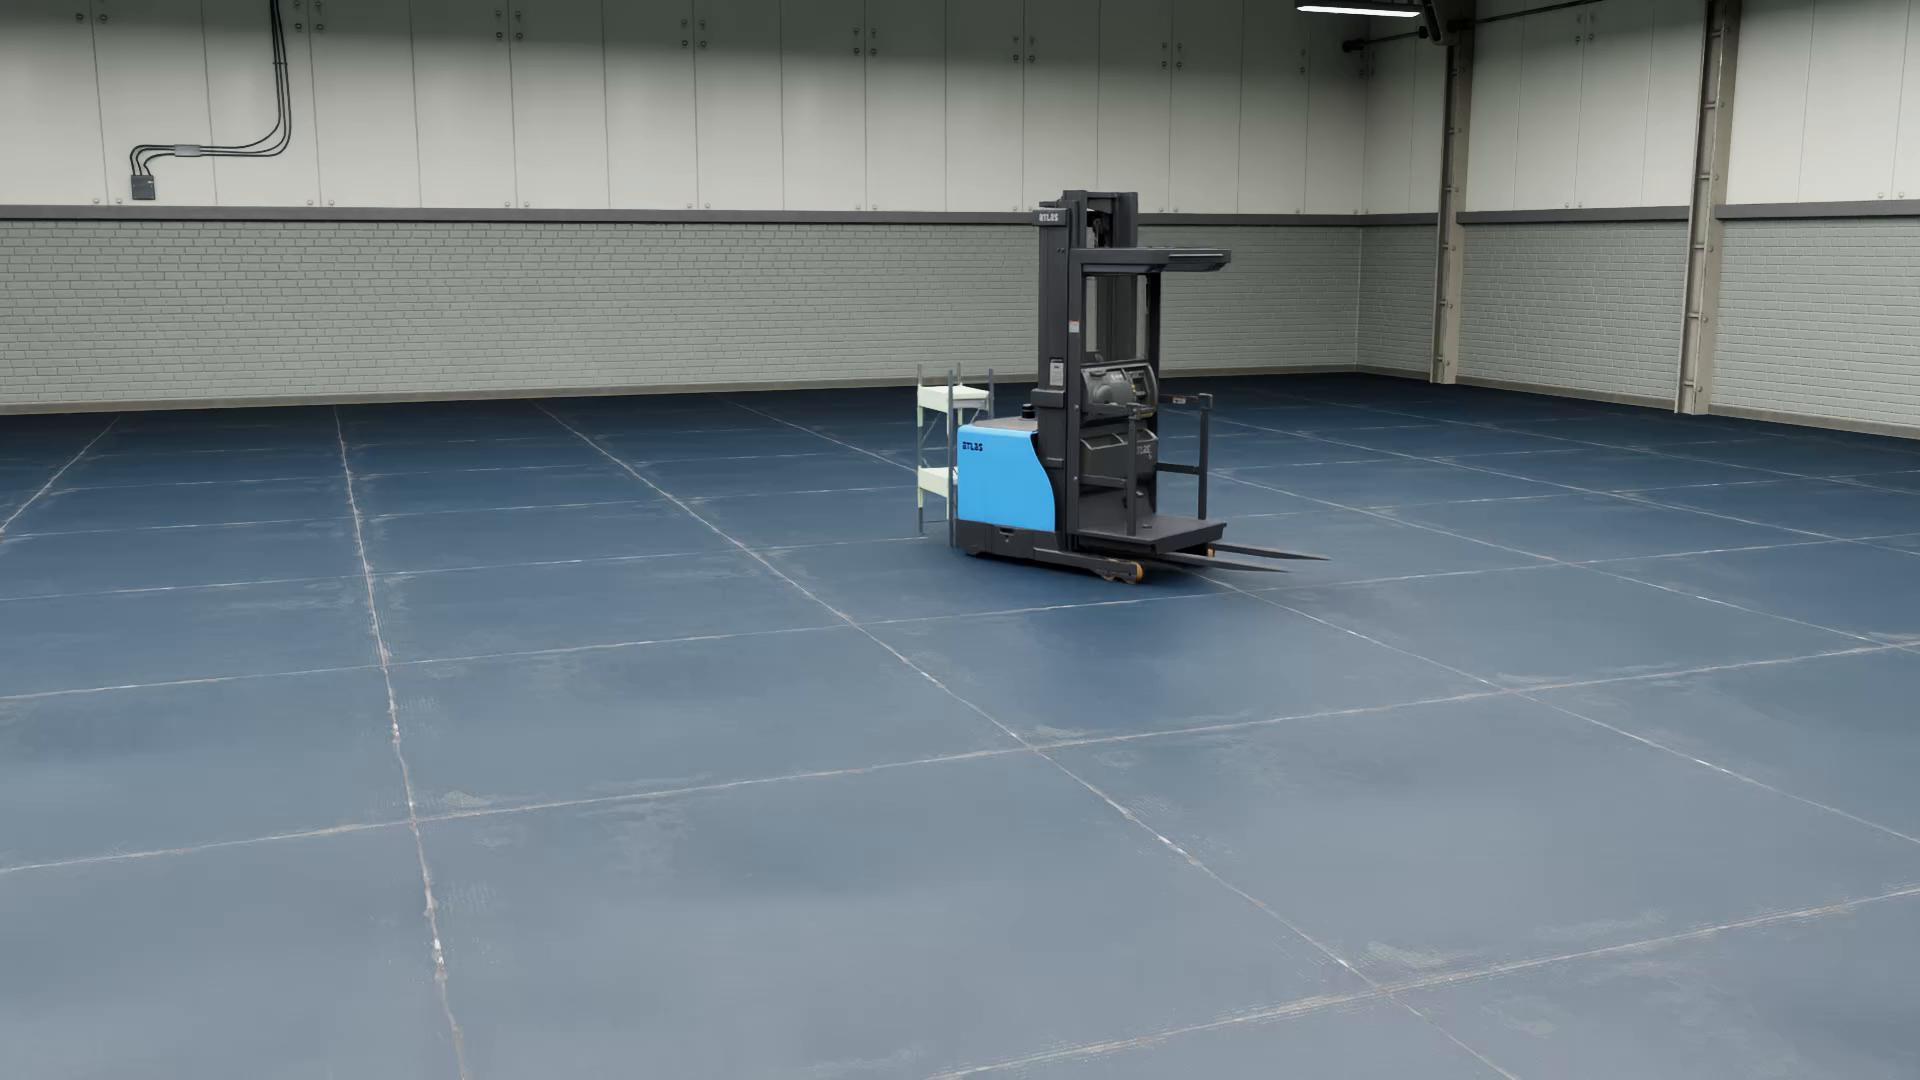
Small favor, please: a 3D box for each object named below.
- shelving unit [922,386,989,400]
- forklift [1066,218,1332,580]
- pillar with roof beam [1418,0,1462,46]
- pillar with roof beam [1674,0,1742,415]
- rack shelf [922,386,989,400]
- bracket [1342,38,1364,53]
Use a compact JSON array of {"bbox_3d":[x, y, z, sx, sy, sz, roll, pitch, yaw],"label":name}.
[{"bbox_3d":[-0.044,-1.261,14.233,0.368,0.052,0.686,-4,11,-21],"label":"shelving unit"},{"bbox_3d":[1.736,-1.069,12.629,2.170,2.733,1.118,9,13,40],"label":"forklift"},{"bbox_3d":[4.743,-10.010,27.831,8.718,2.987,0.548,-4,11,-21],"label":"pillar with roof beam"},{"bbox_3d":[7.096,-6.083,22.920,9.100,9.000,0.548,-4,11,-21],"label":"pillar with roof beam"},{"bbox_3d":[-0.044,-1.261,14.233,0.368,0.052,0.686,-4,11,-21],"label":"rack shelf"},{"bbox_3d":[7.594,-9.539,32.076,0.235,0.232,0.430,-4,11,-21],"label":"bracket"}]
